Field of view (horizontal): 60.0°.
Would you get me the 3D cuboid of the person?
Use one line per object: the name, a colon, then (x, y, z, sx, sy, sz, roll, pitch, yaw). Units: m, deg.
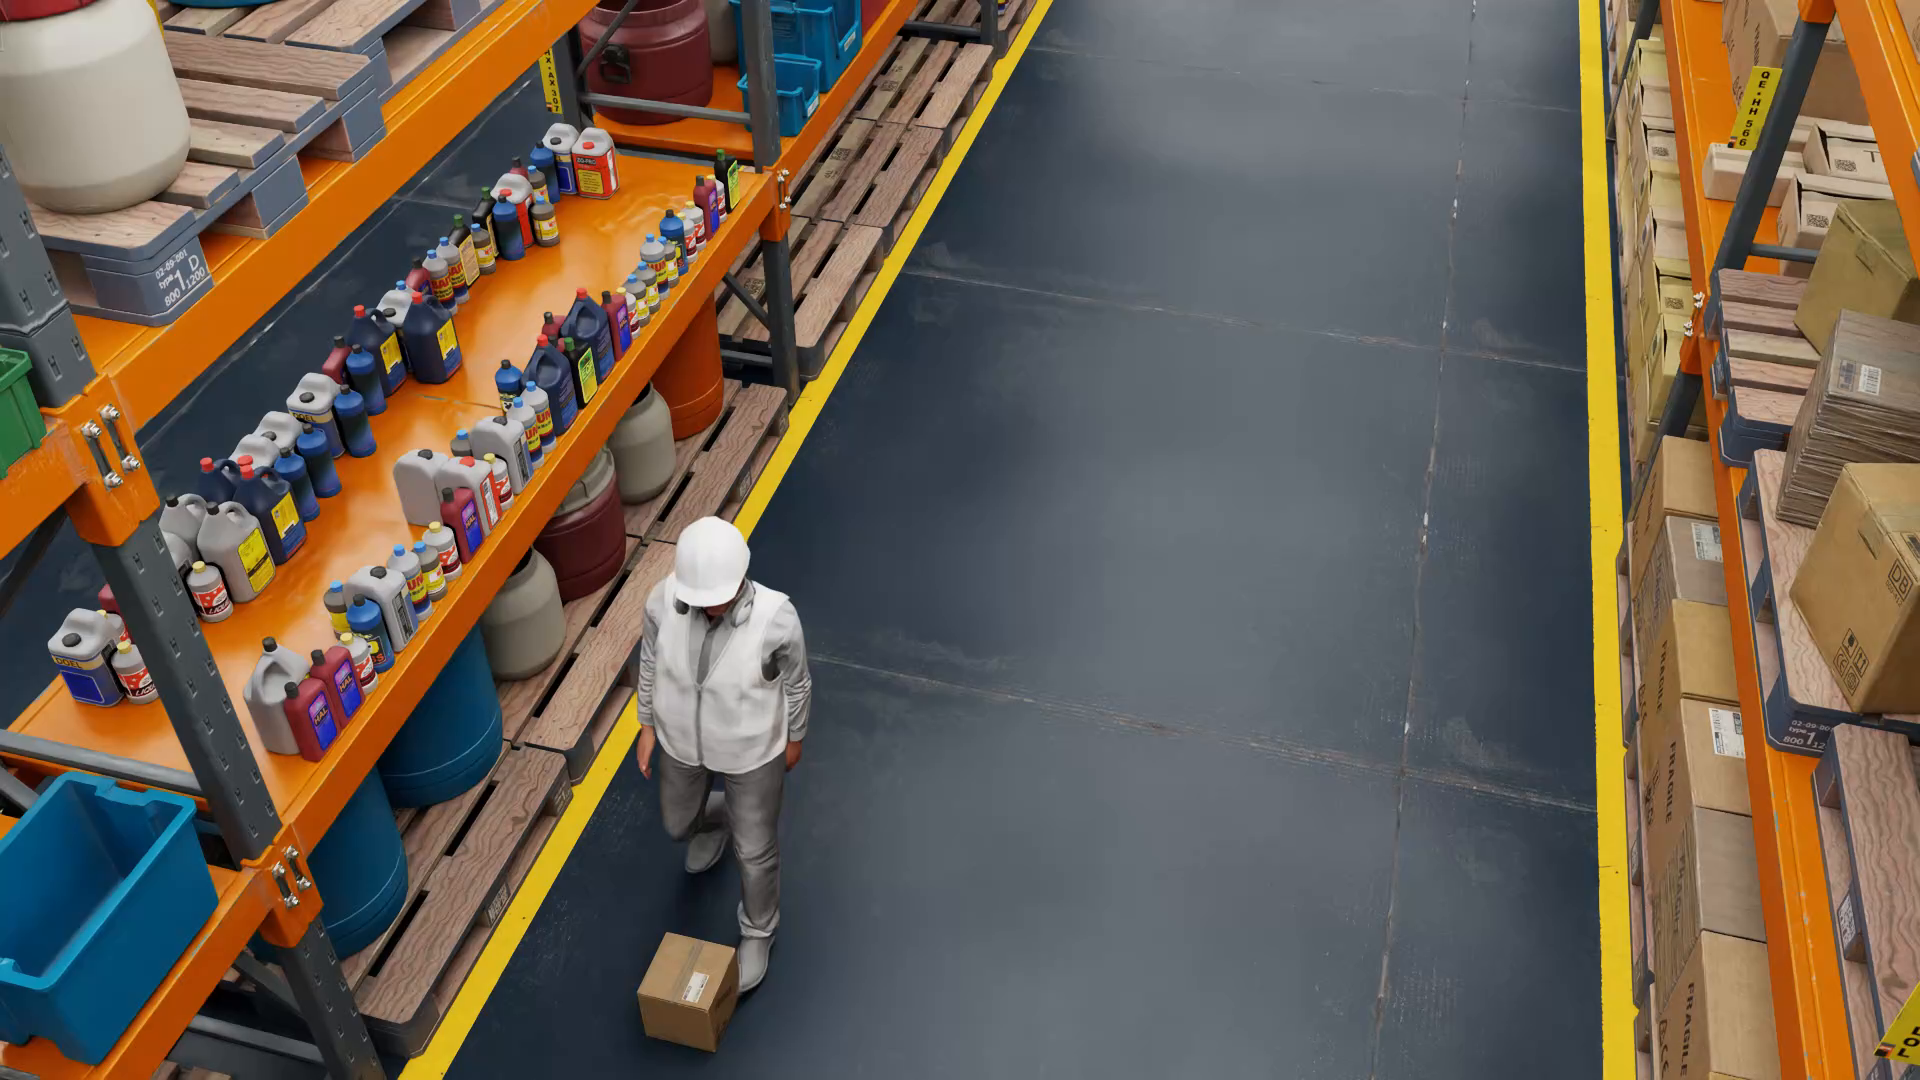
person: (-0.771, 0.656, 5.368, 0.555, 1.767, 0.683, 10, 42, 12)
